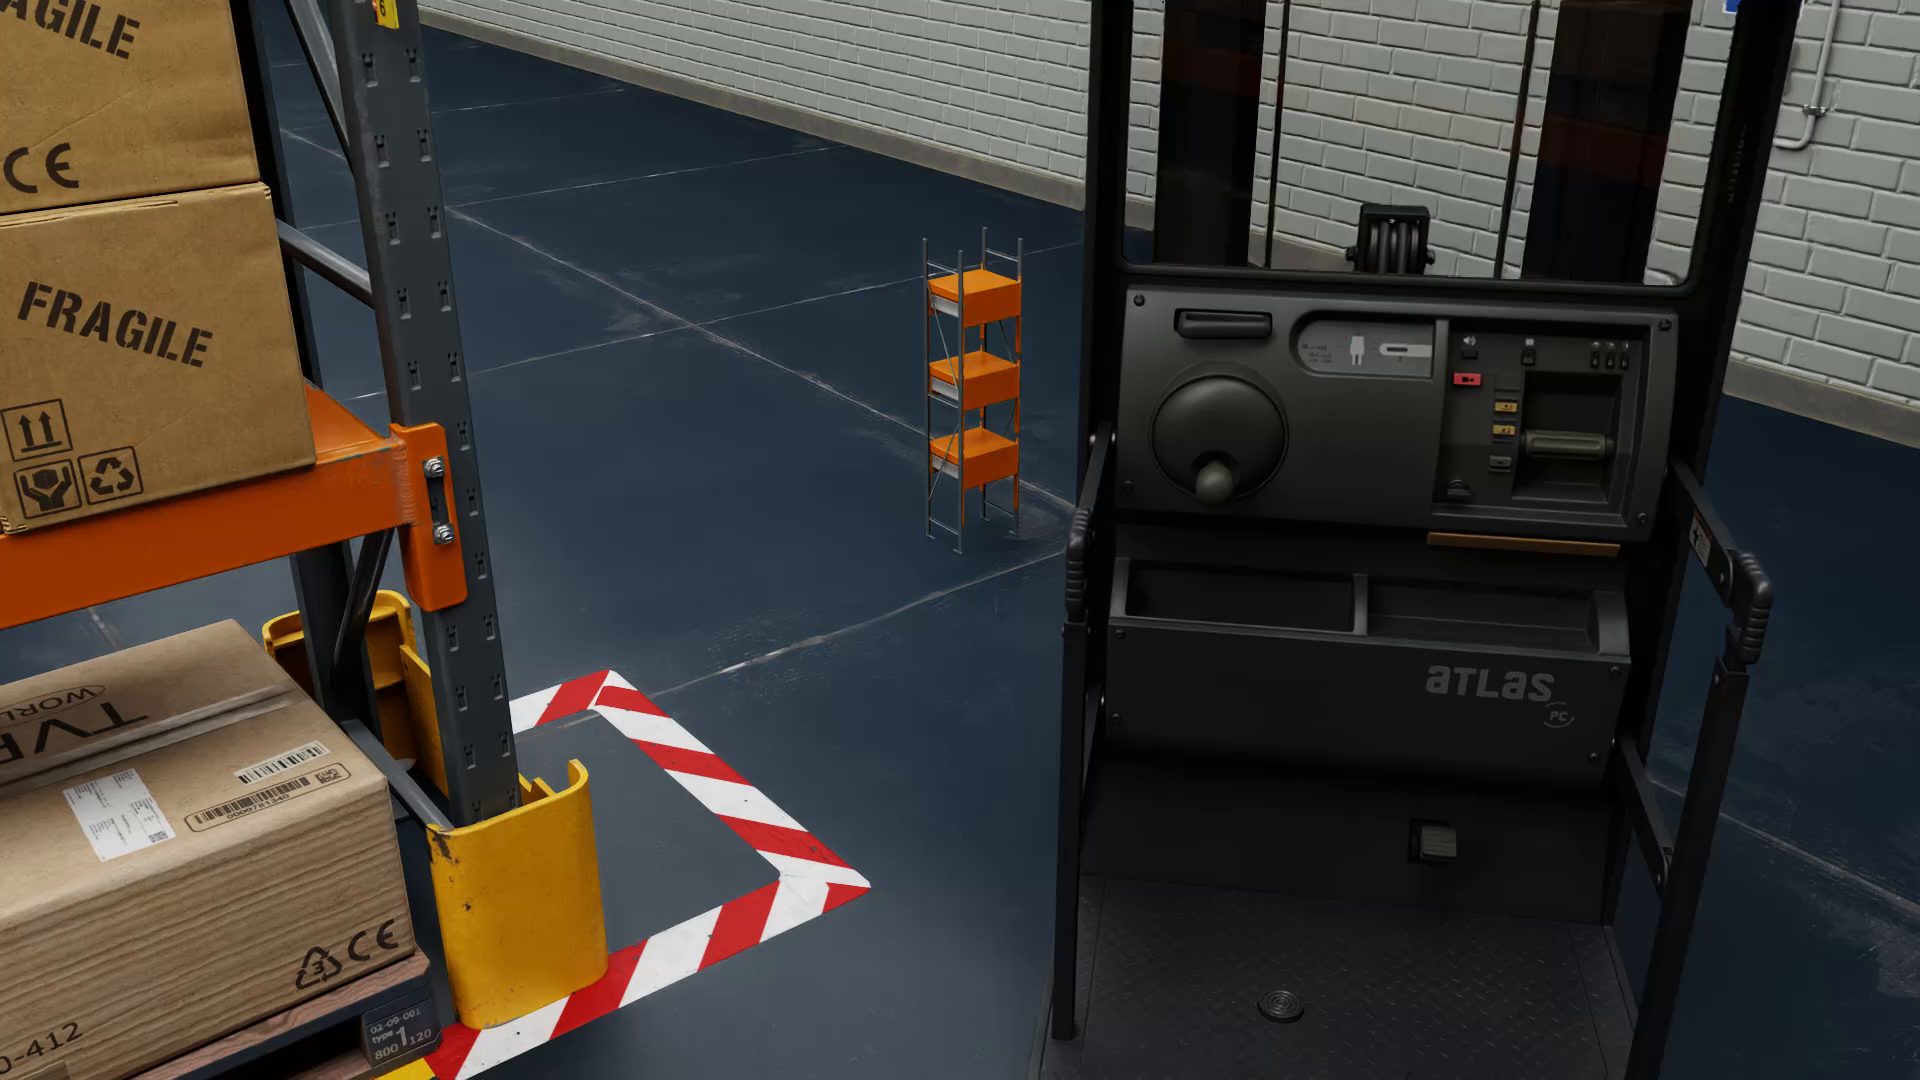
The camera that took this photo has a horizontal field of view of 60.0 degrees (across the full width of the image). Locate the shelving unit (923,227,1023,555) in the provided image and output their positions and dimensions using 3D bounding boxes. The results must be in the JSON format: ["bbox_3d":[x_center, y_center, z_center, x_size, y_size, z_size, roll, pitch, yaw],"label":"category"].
[{"bbox_3d":[0.042,-0.490,5.559,0.252,1.050,0.215,-18,31,-34],"label":"shelving unit"}]

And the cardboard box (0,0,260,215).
[{"bbox_3d":[-1.502,-0.840,2.690,0.500,0.500,0.500,-17,30,-32],"label":"cardboard box"}]

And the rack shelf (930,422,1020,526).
[{"bbox_3d":[0.042,-0.228,5.680,0.240,0.259,0.215,-18,31,-34],"label":"rack shelf"}]

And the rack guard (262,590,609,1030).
[{"bbox_3d":[-1.250,0.582,3.901,0.348,0.500,1.175,-18,31,-34],"label":"rack guard"}]

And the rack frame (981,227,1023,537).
[{"bbox_3d":[0.138,-0.522,5.627,0.008,1.050,0.200,-18,31,-34],"label":"rack frame"}]

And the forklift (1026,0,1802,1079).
[{"bbox_3d":[0.714,-0.197,2.693,1.130,2.935,3.031,4,25,8],"label":"forklift"}]

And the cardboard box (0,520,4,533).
[{"bbox_3d":[-1.890,-0.252,2.612,0.500,0.500,0.500,-19,31,-35],"label":"cardboard box"}]

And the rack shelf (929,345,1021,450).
[{"bbox_3d":[0.042,-0.481,5.563,0.240,0.259,0.215,-18,31,-34],"label":"rack shelf"}]

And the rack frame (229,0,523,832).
[{"bbox_3d":[-1.269,-0.545,3.362,0.127,3.000,1.000,-18,31,-34],"label":"rack frame"}]

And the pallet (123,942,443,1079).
[{"bbox_3d":[-1.850,0.953,3.445,1.213,0.211,1.003,-18,31,-34],"label":"pallet"}]

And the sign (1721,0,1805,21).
[{"bbox_3d":[3.172,-2.172,6.546,0.001,0.218,0.327,-18,31,-34],"label":"sign"}]

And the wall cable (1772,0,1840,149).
[{"bbox_3d":[3.153,-2.493,6.314,0.123,1.953,0.585,-18,31,-34],"label":"wall cable"}]

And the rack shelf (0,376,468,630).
[{"bbox_3d":[-2.843,0.301,2.394,4.000,0.370,1.077,-18,31,-34],"label":"rack shelf"}]

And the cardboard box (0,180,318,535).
[{"bbox_3d":[-1.486,-0.378,2.882,0.500,0.500,0.500,-18,30,-34],"label":"cardboard box"}]

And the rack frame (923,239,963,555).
[{"bbox_3d":[-0.054,-0.458,5.491,0.008,1.050,0.200,-18,31,-34],"label":"rack frame"}]

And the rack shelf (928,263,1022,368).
[{"bbox_3d":[0.042,-0.738,5.444,0.240,0.259,0.215,-18,31,-34],"label":"rack shelf"}]

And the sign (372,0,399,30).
[{"bbox_3d":[-0.945,-0.995,2.673,0.005,0.325,0.100,-18,31,-34],"label":"sign"}]

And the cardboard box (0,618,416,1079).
[{"bbox_3d":[-1.727,0.631,3.372,0.875,0.438,0.875,-19,31,-36],"label":"cardboard box"}]
